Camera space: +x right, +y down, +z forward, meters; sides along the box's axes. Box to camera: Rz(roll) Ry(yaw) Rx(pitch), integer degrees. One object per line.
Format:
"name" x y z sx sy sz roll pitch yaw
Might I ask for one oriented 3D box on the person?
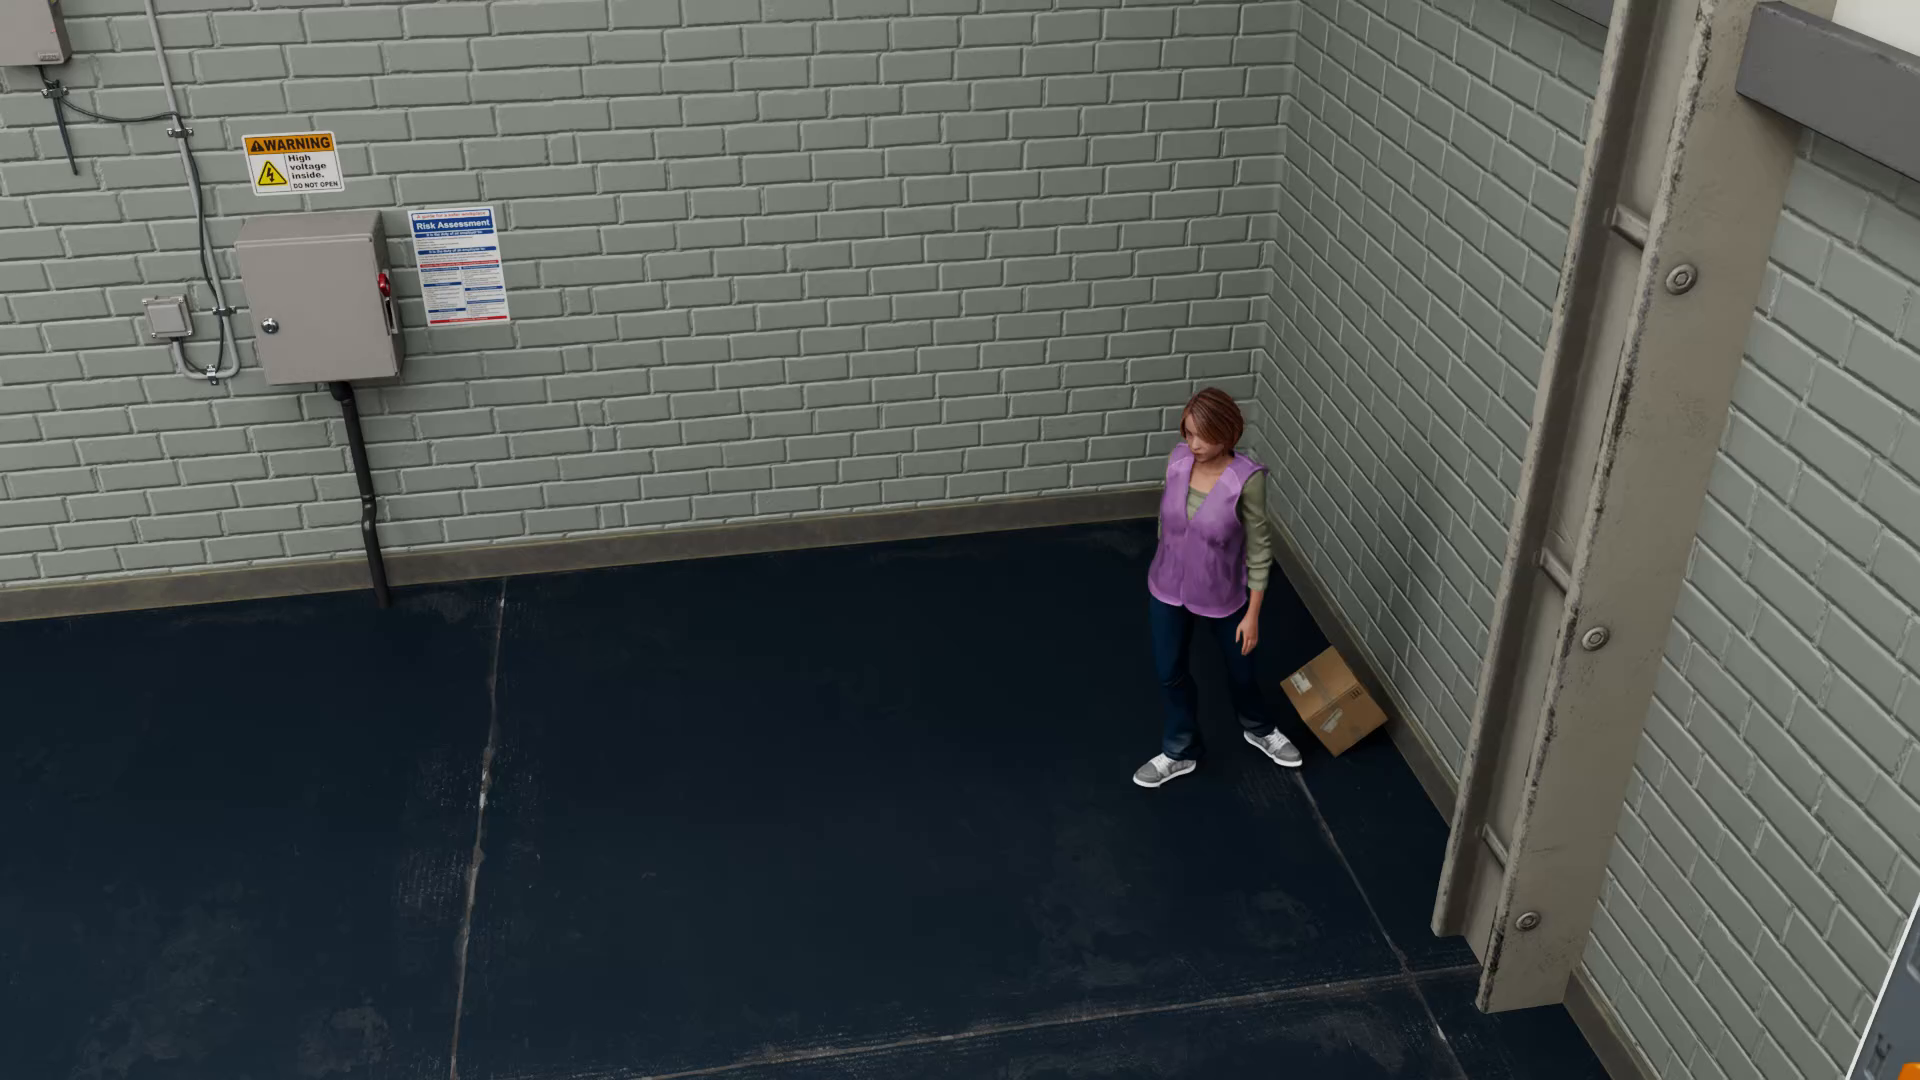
"person" 0.954 0.188 5.843 0.598 1.577 0.475 15 34 23
